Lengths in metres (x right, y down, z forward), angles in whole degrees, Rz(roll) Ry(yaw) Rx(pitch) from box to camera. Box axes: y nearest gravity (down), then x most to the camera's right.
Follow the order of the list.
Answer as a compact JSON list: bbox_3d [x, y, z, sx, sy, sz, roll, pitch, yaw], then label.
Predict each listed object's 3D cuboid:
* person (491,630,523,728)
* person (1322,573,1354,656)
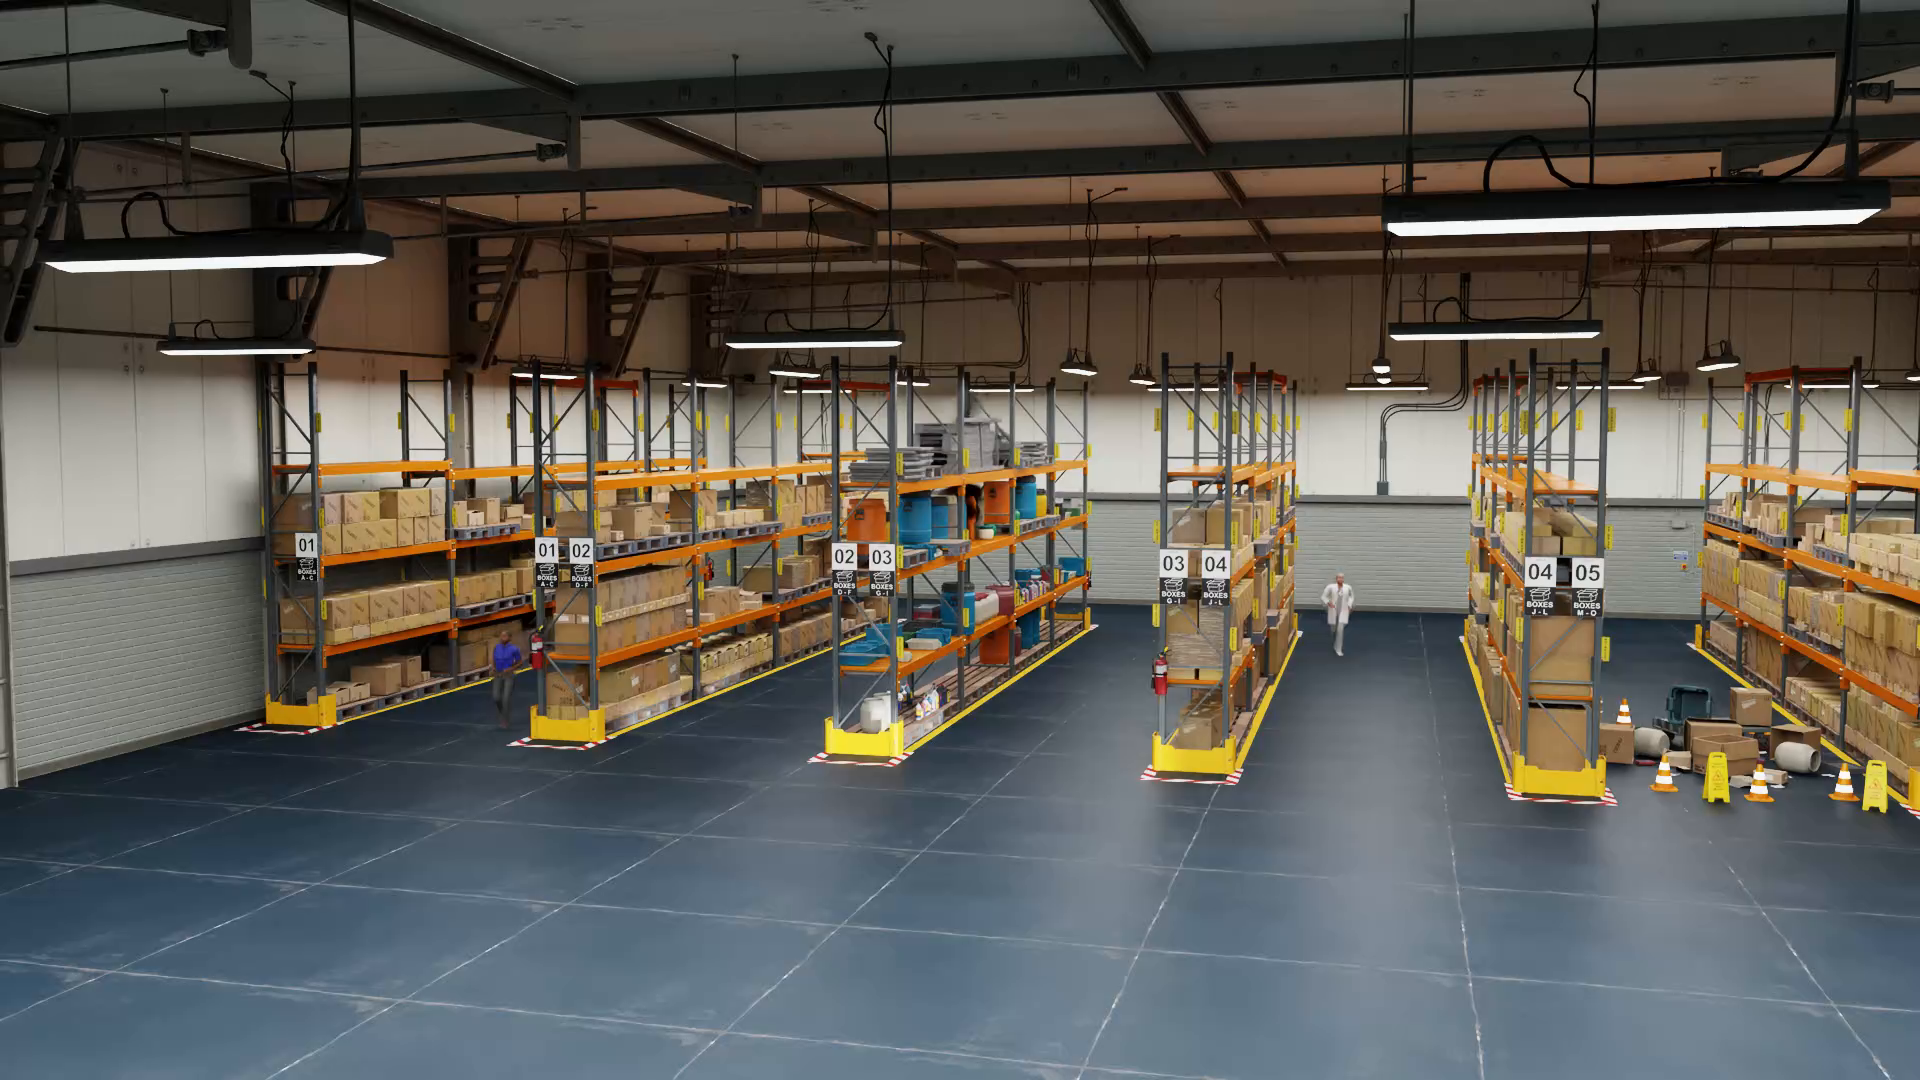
[{"bbox_3d":[-7.480,2.290,27.397,0.597,1.625,0.574,1,4,10],"label":"person"},{"bbox_3d":[8.194,1.698,36.060,0.702,1.571,0.868,1,4,10],"label":"person"}]
